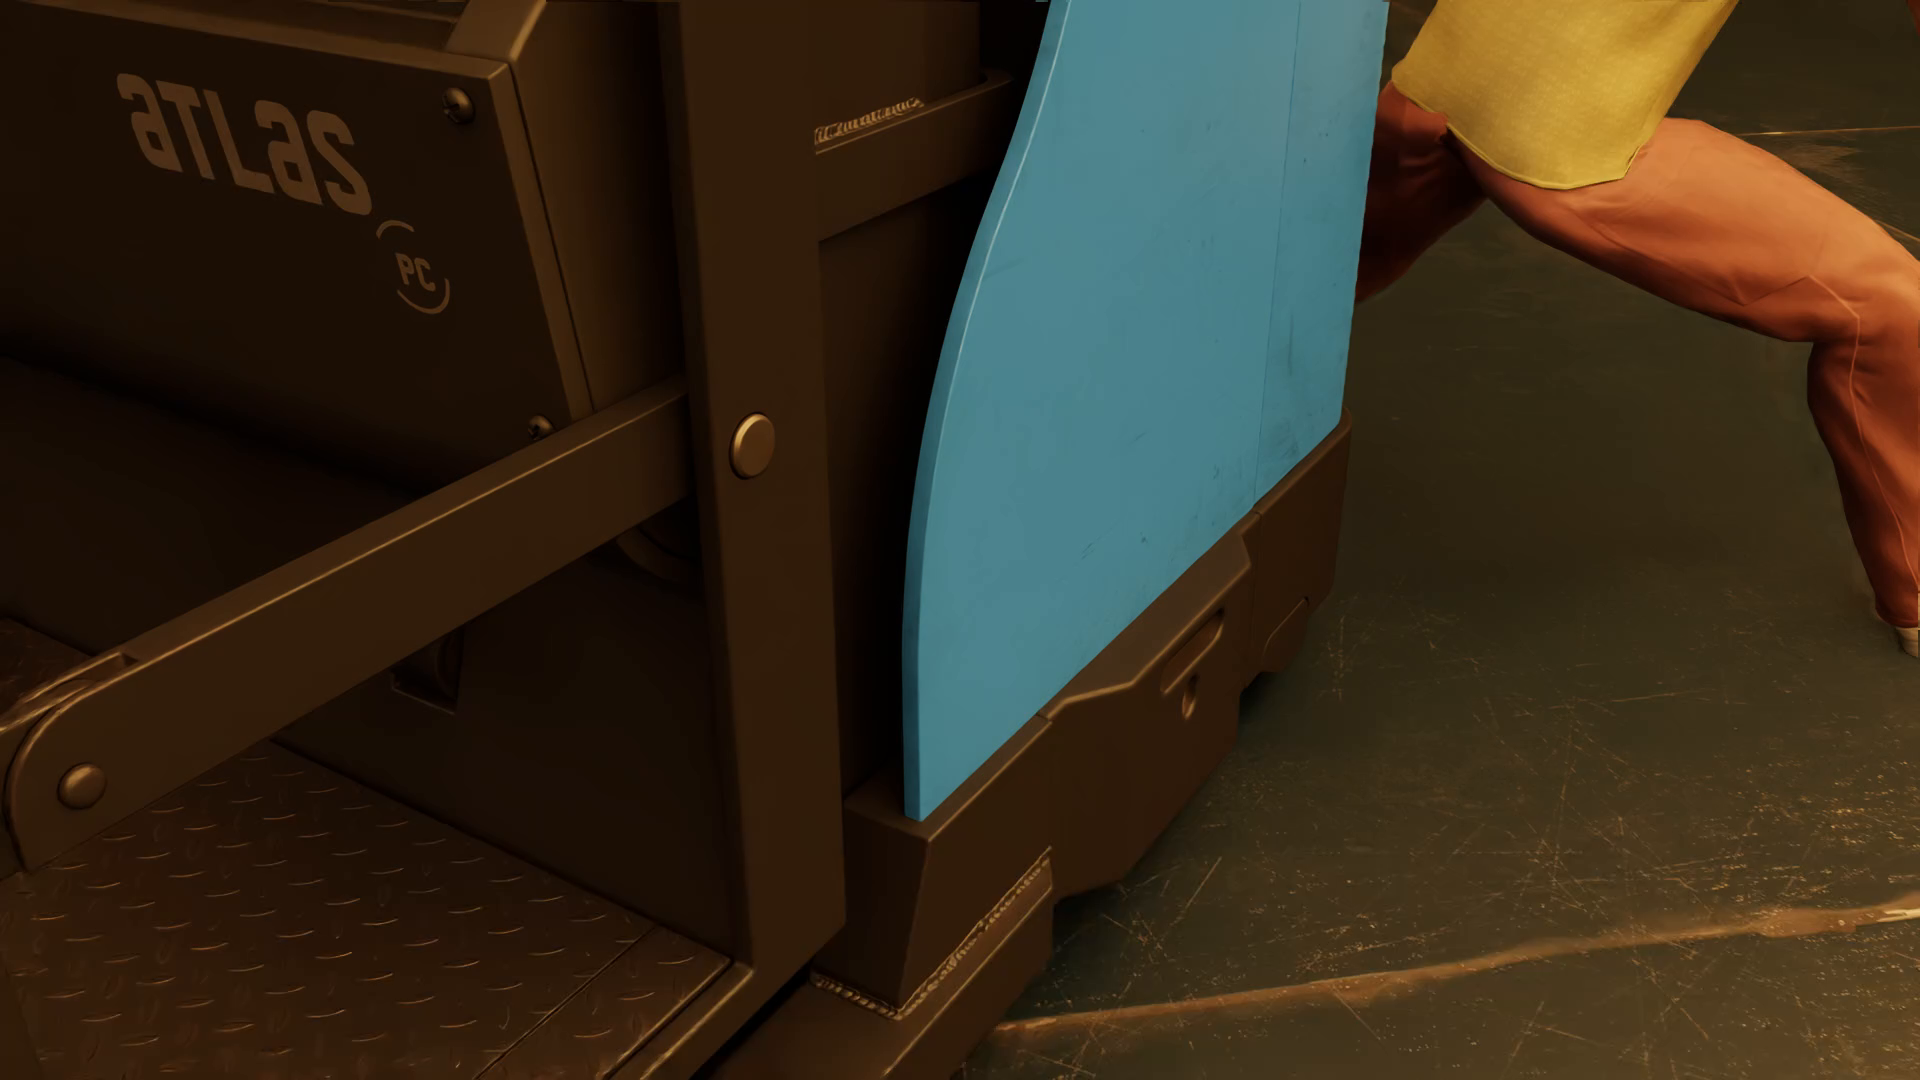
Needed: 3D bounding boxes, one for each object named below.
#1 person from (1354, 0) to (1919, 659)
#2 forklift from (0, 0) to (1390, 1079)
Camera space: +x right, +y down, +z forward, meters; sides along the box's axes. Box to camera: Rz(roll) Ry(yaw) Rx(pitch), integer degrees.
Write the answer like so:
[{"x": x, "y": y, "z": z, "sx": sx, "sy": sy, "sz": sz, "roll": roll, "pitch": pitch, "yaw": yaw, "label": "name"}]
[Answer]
[{"x": 0.853, "y": -0.597, "z": 2.208, "sx": 0.785, "sy": 1.345, "sz": 1.274, "roll": -14, "pitch": 31, "yaw": -25, "label": "person"}, {"x": -0.707, "y": -0.731, "z": 0.750, "sx": 1.130, "sy": 2.935, "sz": 3.031, "roll": 16, "pitch": 32, "yaw": 28, "label": "forklift"}]
